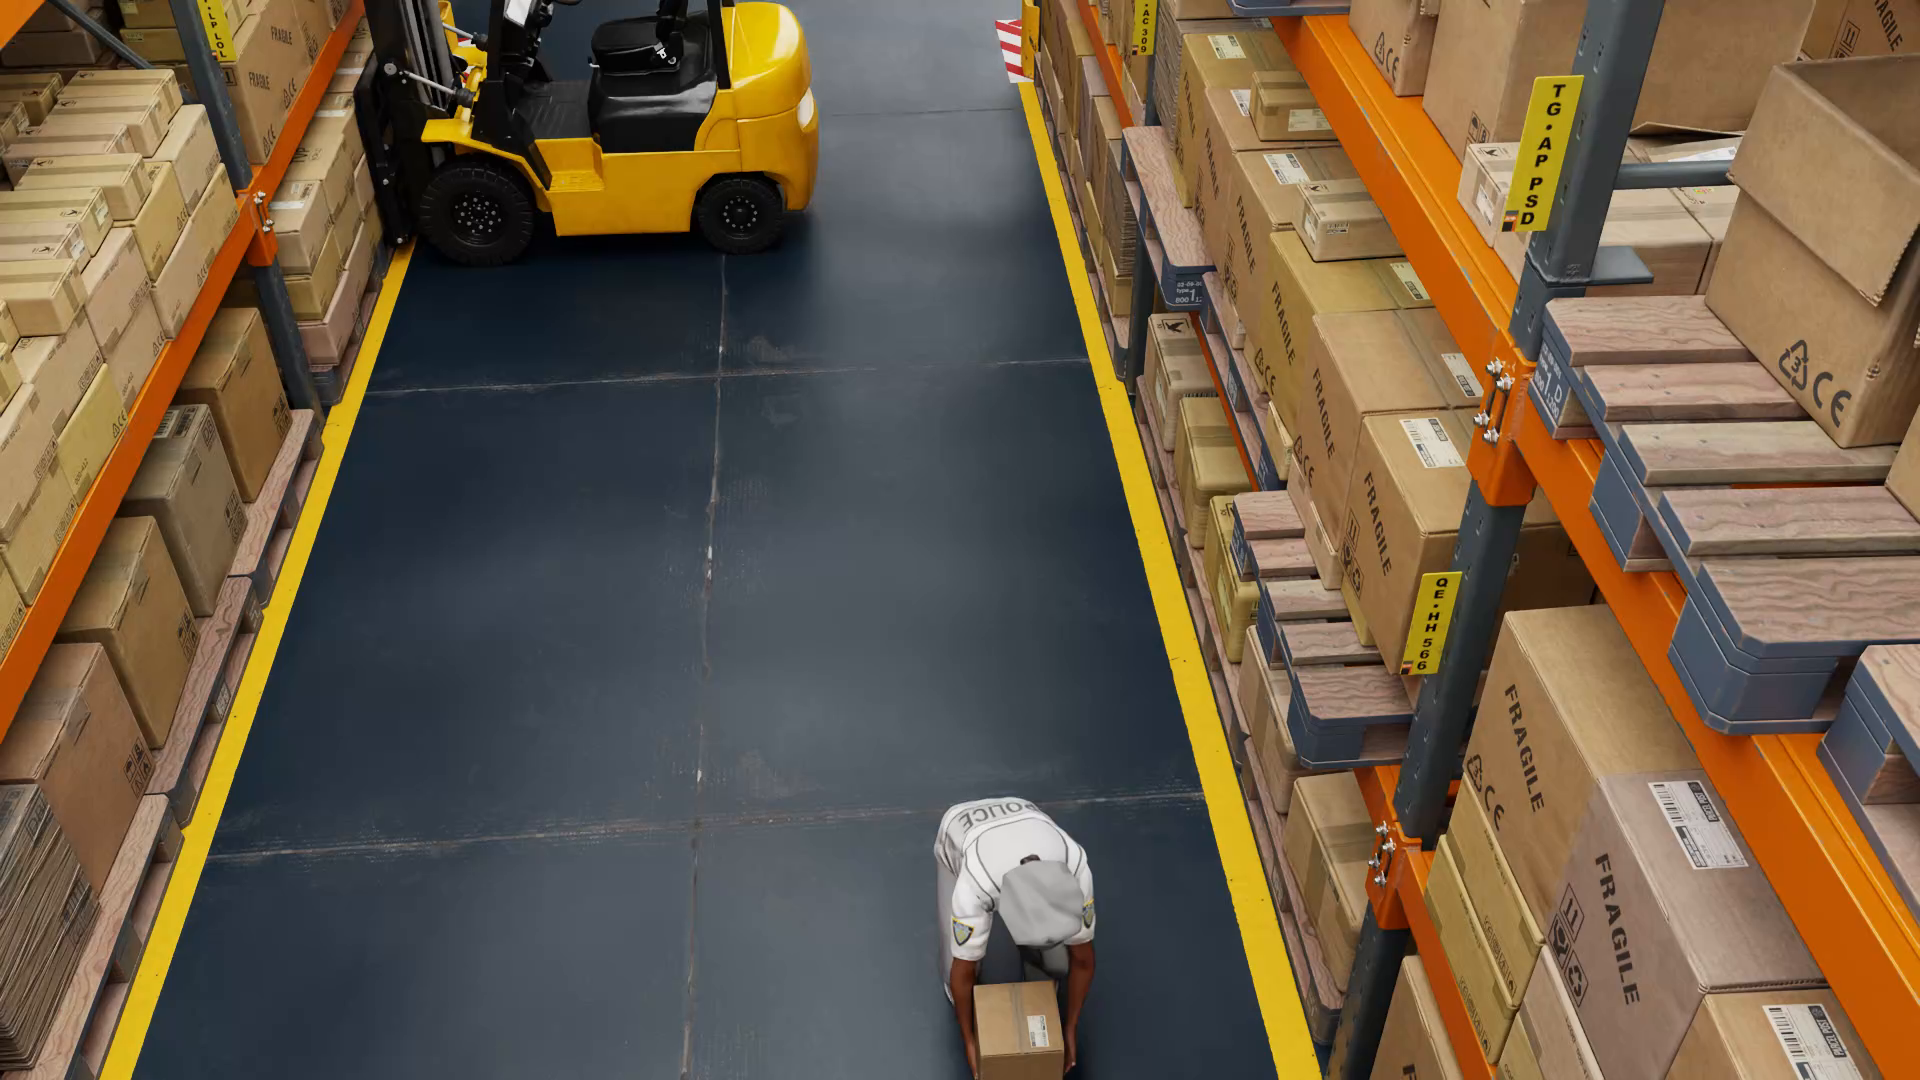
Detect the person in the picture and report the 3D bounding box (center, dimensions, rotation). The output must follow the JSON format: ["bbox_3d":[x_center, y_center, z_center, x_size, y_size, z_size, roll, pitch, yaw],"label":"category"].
[{"bbox_3d":[0.164,1.176,5.267,0.482,0.978,0.832,-3,39,-4],"label":"person"}]
